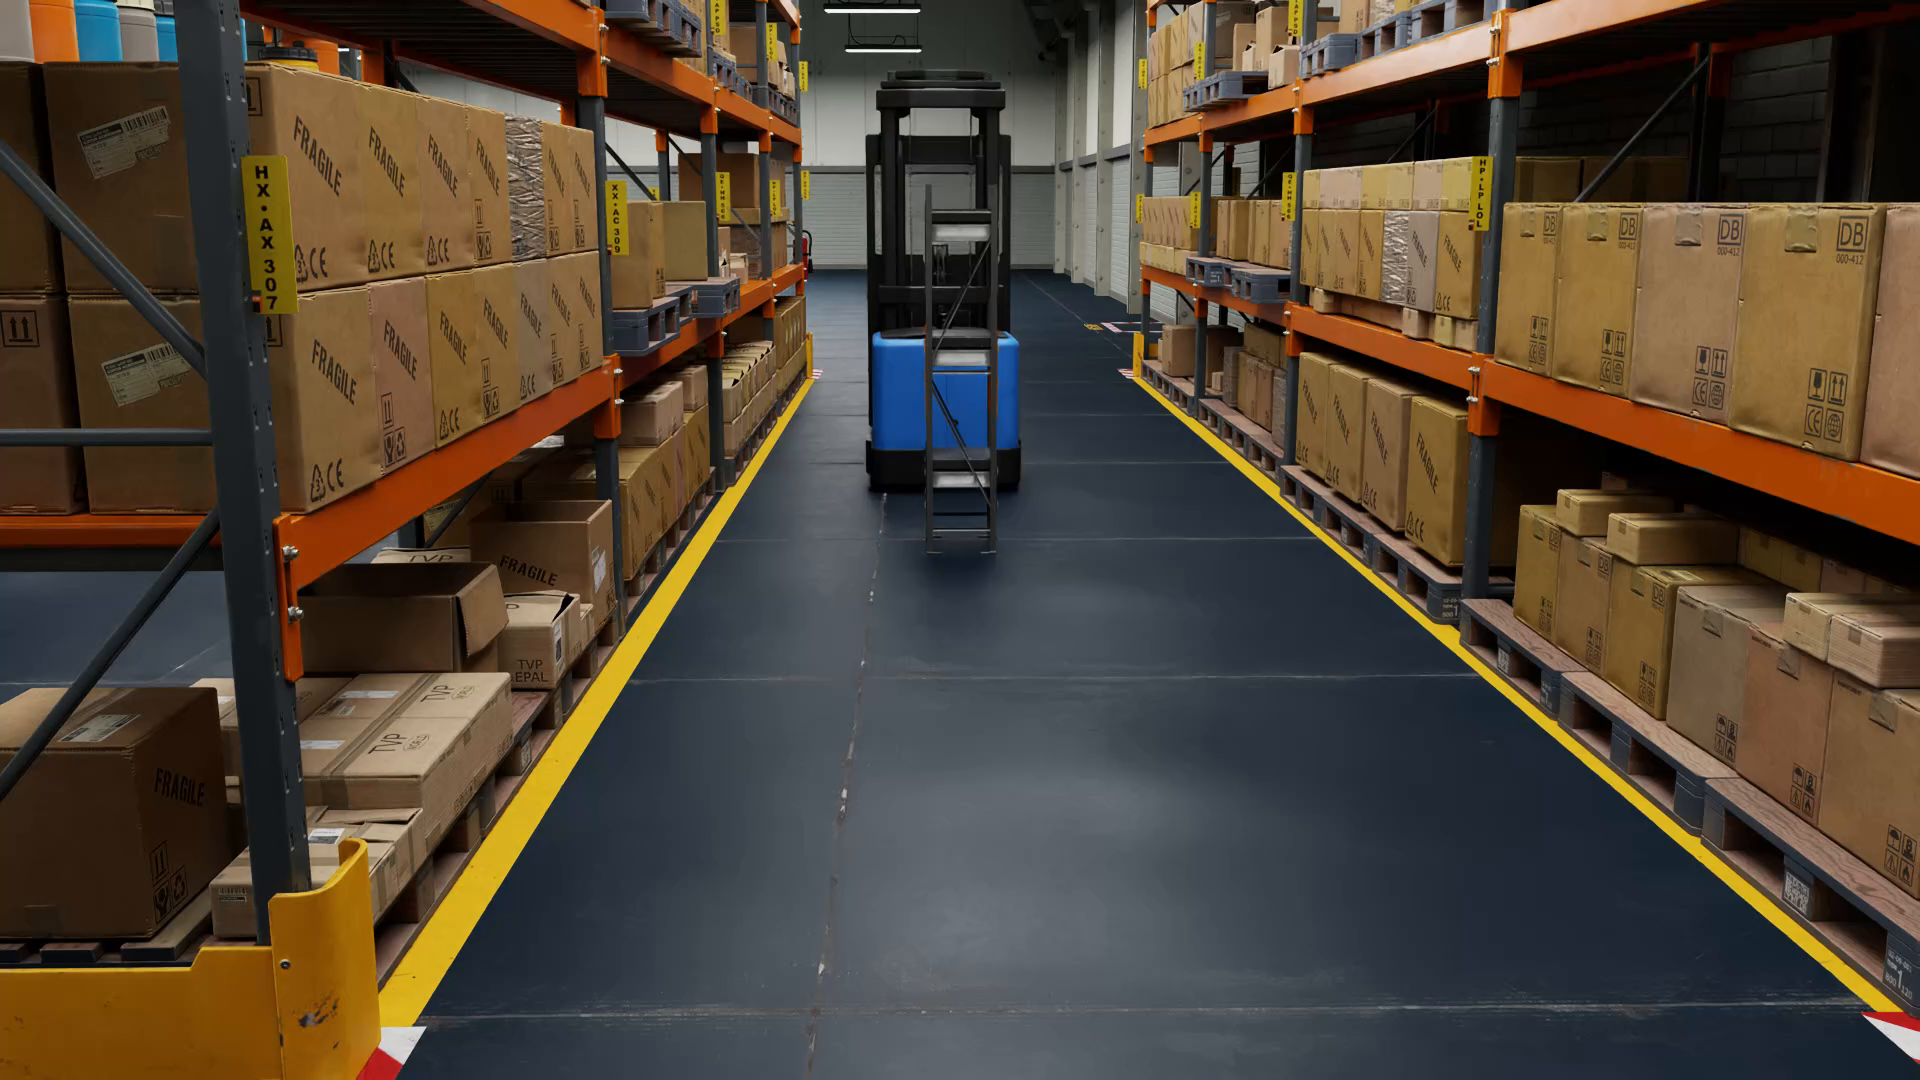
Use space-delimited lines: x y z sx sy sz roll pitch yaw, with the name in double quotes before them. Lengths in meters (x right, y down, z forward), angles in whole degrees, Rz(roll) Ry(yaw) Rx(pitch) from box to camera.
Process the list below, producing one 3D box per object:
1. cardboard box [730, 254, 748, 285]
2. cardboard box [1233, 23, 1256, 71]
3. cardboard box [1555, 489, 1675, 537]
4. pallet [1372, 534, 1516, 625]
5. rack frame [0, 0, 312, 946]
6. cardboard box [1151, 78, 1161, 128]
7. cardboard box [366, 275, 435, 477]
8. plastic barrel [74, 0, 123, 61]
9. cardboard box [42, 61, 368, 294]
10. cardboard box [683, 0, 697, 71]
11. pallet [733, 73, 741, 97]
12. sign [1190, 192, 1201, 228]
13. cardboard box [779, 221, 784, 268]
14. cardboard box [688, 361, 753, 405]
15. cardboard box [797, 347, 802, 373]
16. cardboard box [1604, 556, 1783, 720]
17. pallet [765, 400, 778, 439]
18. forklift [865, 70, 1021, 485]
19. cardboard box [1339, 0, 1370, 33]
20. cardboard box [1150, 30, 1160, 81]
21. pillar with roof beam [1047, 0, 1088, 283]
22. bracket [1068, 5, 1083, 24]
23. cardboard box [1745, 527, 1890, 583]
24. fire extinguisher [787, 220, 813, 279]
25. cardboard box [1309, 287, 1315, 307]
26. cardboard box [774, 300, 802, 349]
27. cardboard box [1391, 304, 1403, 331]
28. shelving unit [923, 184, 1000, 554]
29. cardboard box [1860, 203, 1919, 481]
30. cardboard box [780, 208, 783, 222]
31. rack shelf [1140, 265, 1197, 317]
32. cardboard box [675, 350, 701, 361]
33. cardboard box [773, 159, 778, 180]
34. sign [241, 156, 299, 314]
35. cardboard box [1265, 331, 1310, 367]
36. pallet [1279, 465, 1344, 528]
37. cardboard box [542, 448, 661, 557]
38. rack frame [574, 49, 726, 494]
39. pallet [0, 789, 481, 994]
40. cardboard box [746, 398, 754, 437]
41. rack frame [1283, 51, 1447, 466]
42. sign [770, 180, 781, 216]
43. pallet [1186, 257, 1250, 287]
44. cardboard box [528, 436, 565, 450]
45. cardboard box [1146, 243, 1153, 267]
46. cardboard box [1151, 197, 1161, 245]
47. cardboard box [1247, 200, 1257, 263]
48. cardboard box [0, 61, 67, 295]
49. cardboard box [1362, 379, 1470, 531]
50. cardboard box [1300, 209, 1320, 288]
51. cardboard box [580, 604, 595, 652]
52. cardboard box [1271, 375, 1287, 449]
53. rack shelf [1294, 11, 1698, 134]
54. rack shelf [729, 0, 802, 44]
"cardboard box" -2.037 -2.357 14.471 0.396 0.266 0.258 -1 11 -3
"cardboard box" 2.645 -4.234 14.532 0.500 0.500 0.500 1 12 7
"cardboard box" 2.616 -0.108 6.649 0.380 0.149 0.250 0 11 1
"pallet" 2.787 0.186 8.612 1.003 0.211 1.213 0 11 -1
"rack frame" -1.991 -0.212 3.557 1.000 3.000 0.127 0 11 -1
"cardboard box" 2.363 -4.768 18.169 0.500 0.500 0.500 1 11 3
"cardboard box" -1.753 -0.452 4.493 0.500 0.500 0.500 0 11 -2
"plastic barrel" -6.937 -3.933 13.095 0.600 0.901 0.708 0 11 -1
"cardboard box" -1.737 -0.840 3.888 0.500 0.500 0.500 0 11 1
"cardboard box" -2.103 -3.133 10.161 0.910 0.500 0.500 0 11 -1
"pallet" -2.286 -3.536 12.875 1.003 0.211 1.213 0 11 1
"sign" 2.171 -3.038 15.315 0.100 0.325 0.005 0 11 -1
"cardboard box" -2.309 -3.244 18.252 0.700 0.500 0.500 0 11 0
"cardboard box" -1.901 -1.246 13.105 0.500 0.311 0.500 -1 11 -3
"cardboard box" -1.981 -1.946 17.967 0.500 0.250 0.500 0 11 -1
"cardboard box" 2.807 0.343 6.057 0.700 0.500 0.500 0 11 0
"pallet" -2.185 -1.084 14.871 1.003 0.211 1.213 0 11 -1
"forklift" -0.176 -2.061 12.847 1.130 2.935 3.031 -1 11 -3
"cardboard box" 2.863 -3.463 10.683 0.700 0.500 0.500 -1 12 -6
"cardboard box" 2.356 -5.254 18.054 0.500 0.500 0.500 0 11 -2
"pillar with roof beam" -1.290 -10.971 41.502 9.100 9.000 0.548 0 11 -1
"bracket" 2.721 -12.156 38.293 0.076 0.066 4.783 0 11 -1
"cardboard box" 3.017 0.052 5.859 0.380 0.149 0.250 0 11 -2
"fire extinguisher" -1.860 -3.380 19.367 0.296 0.674 0.183 0 11 -1
"cardboard box" 2.571 -1.643 11.196 0.380 0.149 0.250 0 11 -2
"cardboard box" -1.978 -2.314 17.893 0.500 0.500 0.500 0 11 -1
"cardboard box" 2.606 -1.233 9.175 0.380 0.149 0.250 -1 11 -3
"shelving unit" 0.003 -0.996 9.688 0.431 2.100 0.503 0 11 -1
"cardboard box" 2.941 -0.481 4.131 0.980 0.700 0.700 0 11 1
"cardboard box" -2.102 -3.479 17.779 0.380 0.149 0.250 0 11 1
"rack shelf" 2.672 -2.663 17.450 1.077 0.370 4.000 0 11 -1
"cardboard box" -2.463 -1.444 14.083 0.500 0.311 0.500 -1 11 -3
"cardboard box" -2.296 -3.769 17.577 0.700 0.500 0.500 0 11 -1
"sign" -1.449 -0.638 3.482 0.100 0.325 0.005 0 11 -1
"cardboard box" 2.764 -1.540 13.398 0.500 0.250 0.500 0 11 -1
"pallet" 2.737 -0.299 11.003 1.003 0.211 1.213 0 11 -1
"cardboard box" -1.862 -0.200 8.683 0.500 0.500 0.500 0 11 0
"rack frame" -2.157 -1.802 11.396 1.000 3.000 0.127 0 11 -1
"pallet" -2.010 0.982 4.690 1.003 0.211 1.213 0 11 -1
"cardboard box" -1.902 -0.969 13.148 0.500 0.250 0.500 -1 11 -3
"rack frame" 2.796 -1.823 11.500 1.000 3.000 0.127 0 11 -1
"sign" -1.697 -3.130 15.228 0.100 0.325 0.005 0 11 -1
"pallet" 2.584 -2.371 14.686 1.003 0.211 1.213 0 11 -1
"cardboard box" -2.382 -0.292 9.135 0.500 0.500 0.500 0 11 0
"cardboard box" 2.348 -3.148 18.358 0.500 0.250 0.500 -1 11 -3
"cardboard box" 2.345 -3.420 17.812 0.500 0.500 0.500 -1 11 -3
"cardboard box" 2.739 -2.539 13.674 0.700 0.500 0.500 1 12 7
"cardboard box" -2.275 -0.838 3.878 0.500 0.500 0.500 0 11 -2
"cardboard box" 2.714 -0.485 9.258 0.750 0.750 0.750 0 11 1
"cardboard box" 2.550 -1.930 10.977 0.500 0.500 0.500 0 11 1
"cardboard box" -1.711 0.361 6.798 0.380 0.149 0.250 0 11 -1
"cardboard box" 2.729 -0.956 12.409 0.700 0.500 0.500 0 11 0
"rack shelf" 2.837 -2.543 9.314 1.077 0.370 4.000 0 11 -1
"rack shelf" -2.281 -5.386 16.790 1.077 0.370 4.000 0 11 -1
